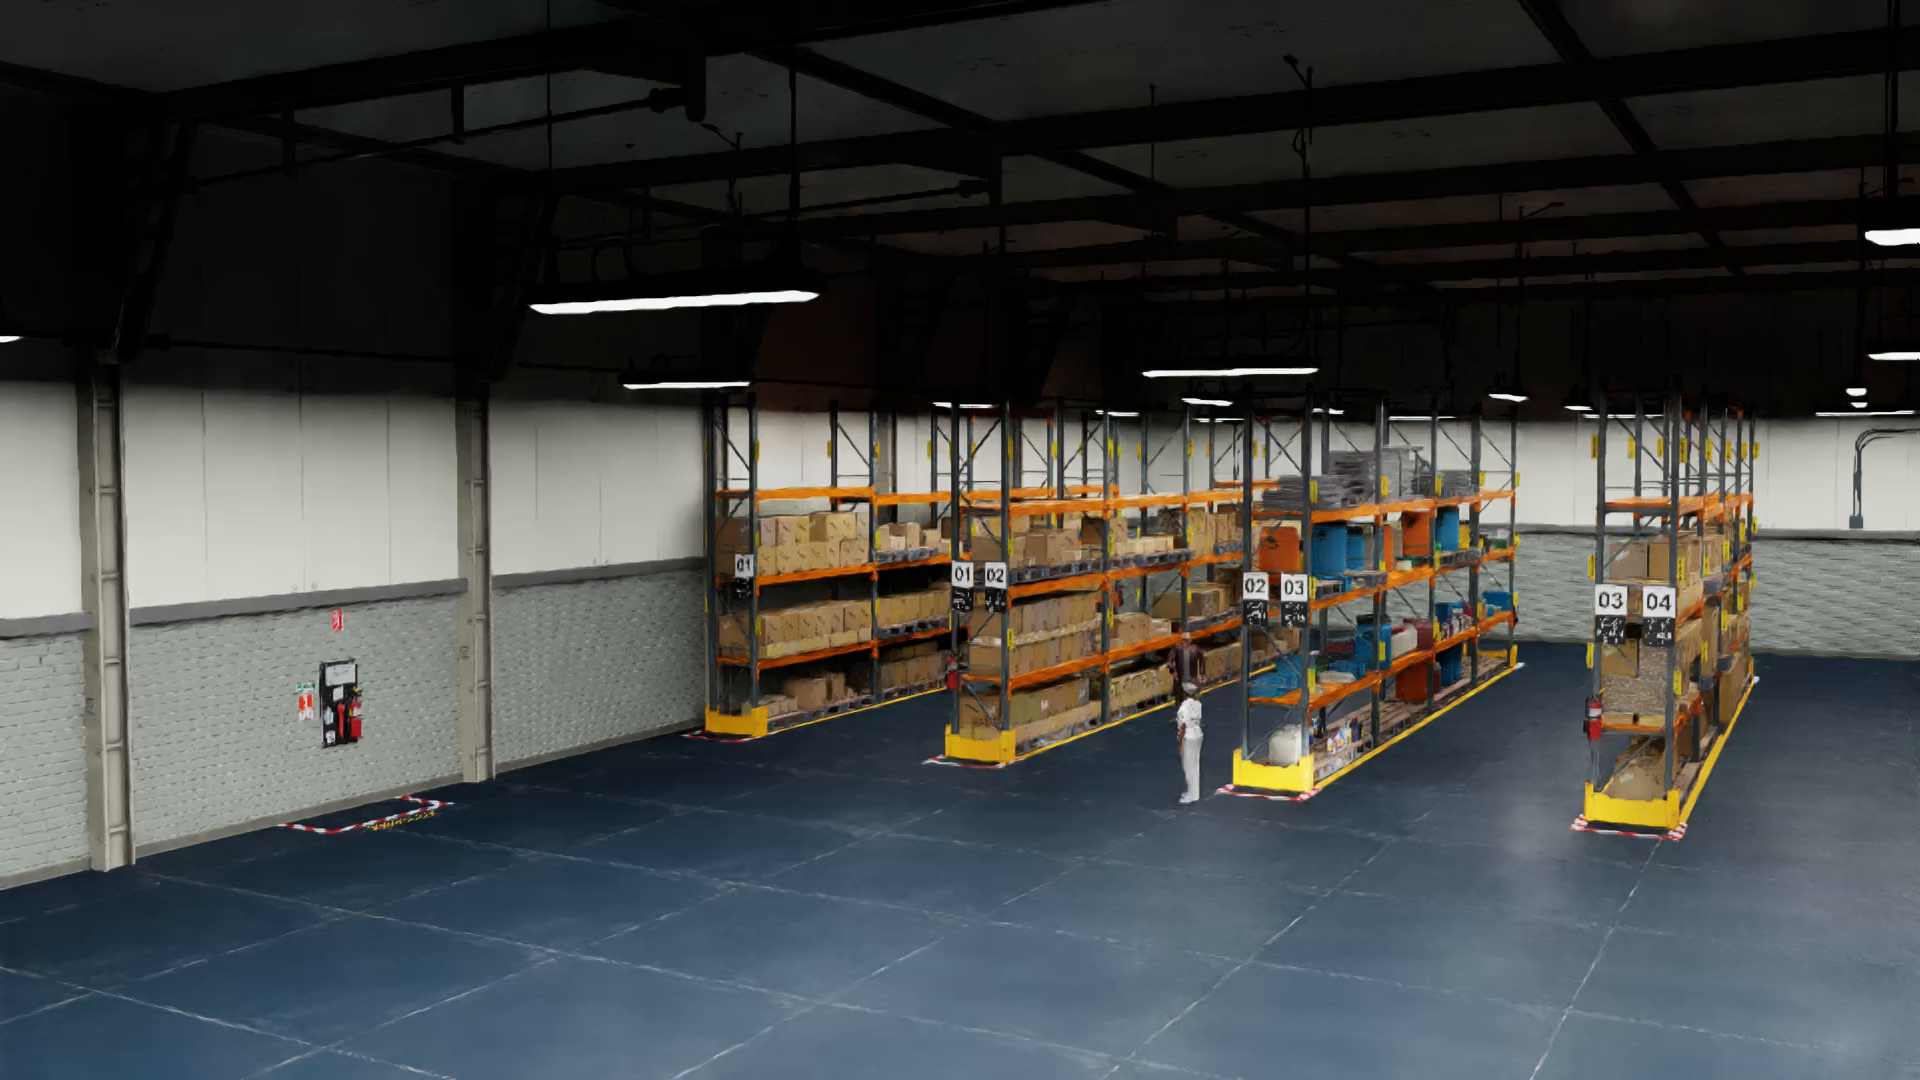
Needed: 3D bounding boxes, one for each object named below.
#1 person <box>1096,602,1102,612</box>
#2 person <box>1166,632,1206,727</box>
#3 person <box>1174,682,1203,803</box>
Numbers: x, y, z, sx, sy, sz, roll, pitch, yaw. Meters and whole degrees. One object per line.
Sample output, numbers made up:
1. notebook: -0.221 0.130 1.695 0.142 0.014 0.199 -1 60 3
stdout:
1. person: 3.660 1.732 44.650 0.555 1.726 0.518 -1 3 -24
2. person: 4.112 2.508 30.118 0.728 1.715 0.896 1 3 13
3. person: 3.252 2.877 23.717 0.378 1.666 0.577 2 4 37
